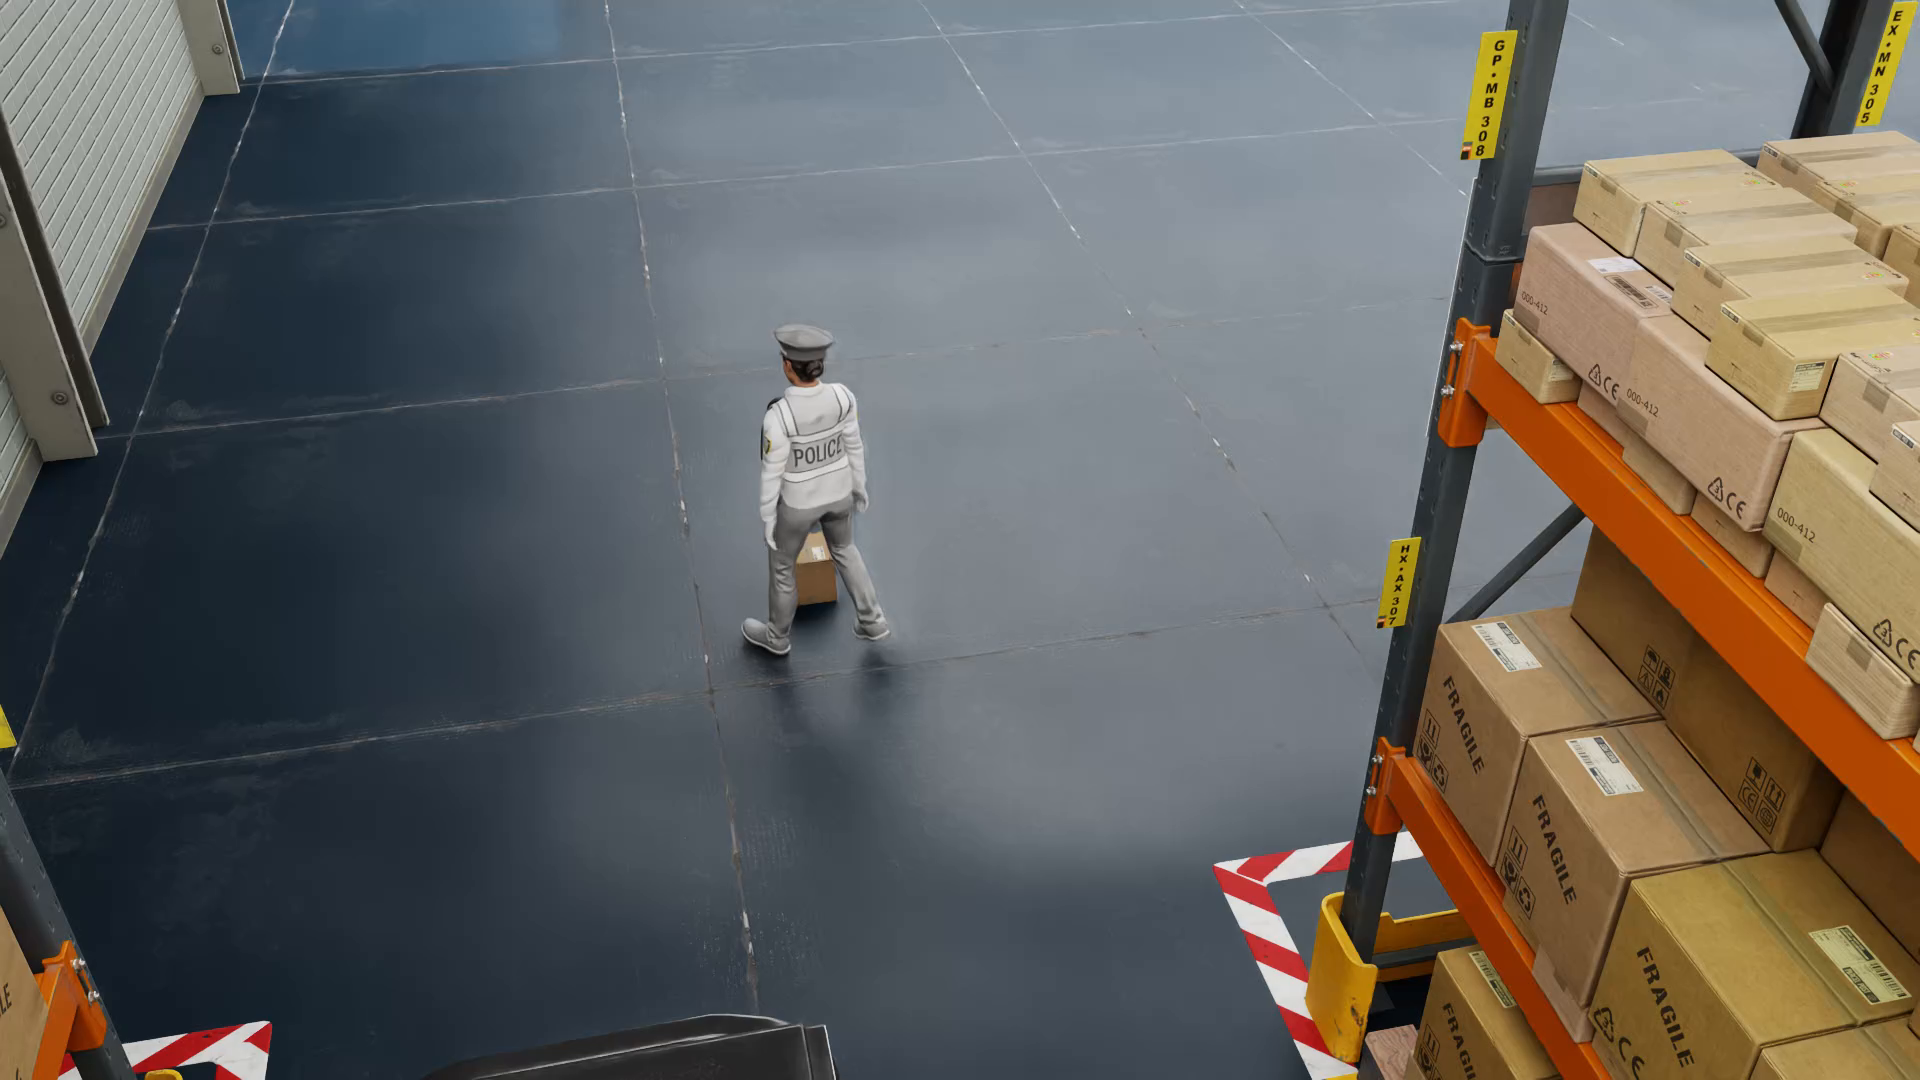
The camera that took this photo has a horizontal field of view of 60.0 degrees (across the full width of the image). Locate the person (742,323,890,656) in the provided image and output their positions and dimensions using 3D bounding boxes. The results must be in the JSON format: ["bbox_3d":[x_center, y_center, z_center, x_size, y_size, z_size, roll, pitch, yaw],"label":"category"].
[{"bbox_3d":[-0.670,-0.181,7.378,0.551,1.652,0.596,-20,39,-26],"label":"person"}]
